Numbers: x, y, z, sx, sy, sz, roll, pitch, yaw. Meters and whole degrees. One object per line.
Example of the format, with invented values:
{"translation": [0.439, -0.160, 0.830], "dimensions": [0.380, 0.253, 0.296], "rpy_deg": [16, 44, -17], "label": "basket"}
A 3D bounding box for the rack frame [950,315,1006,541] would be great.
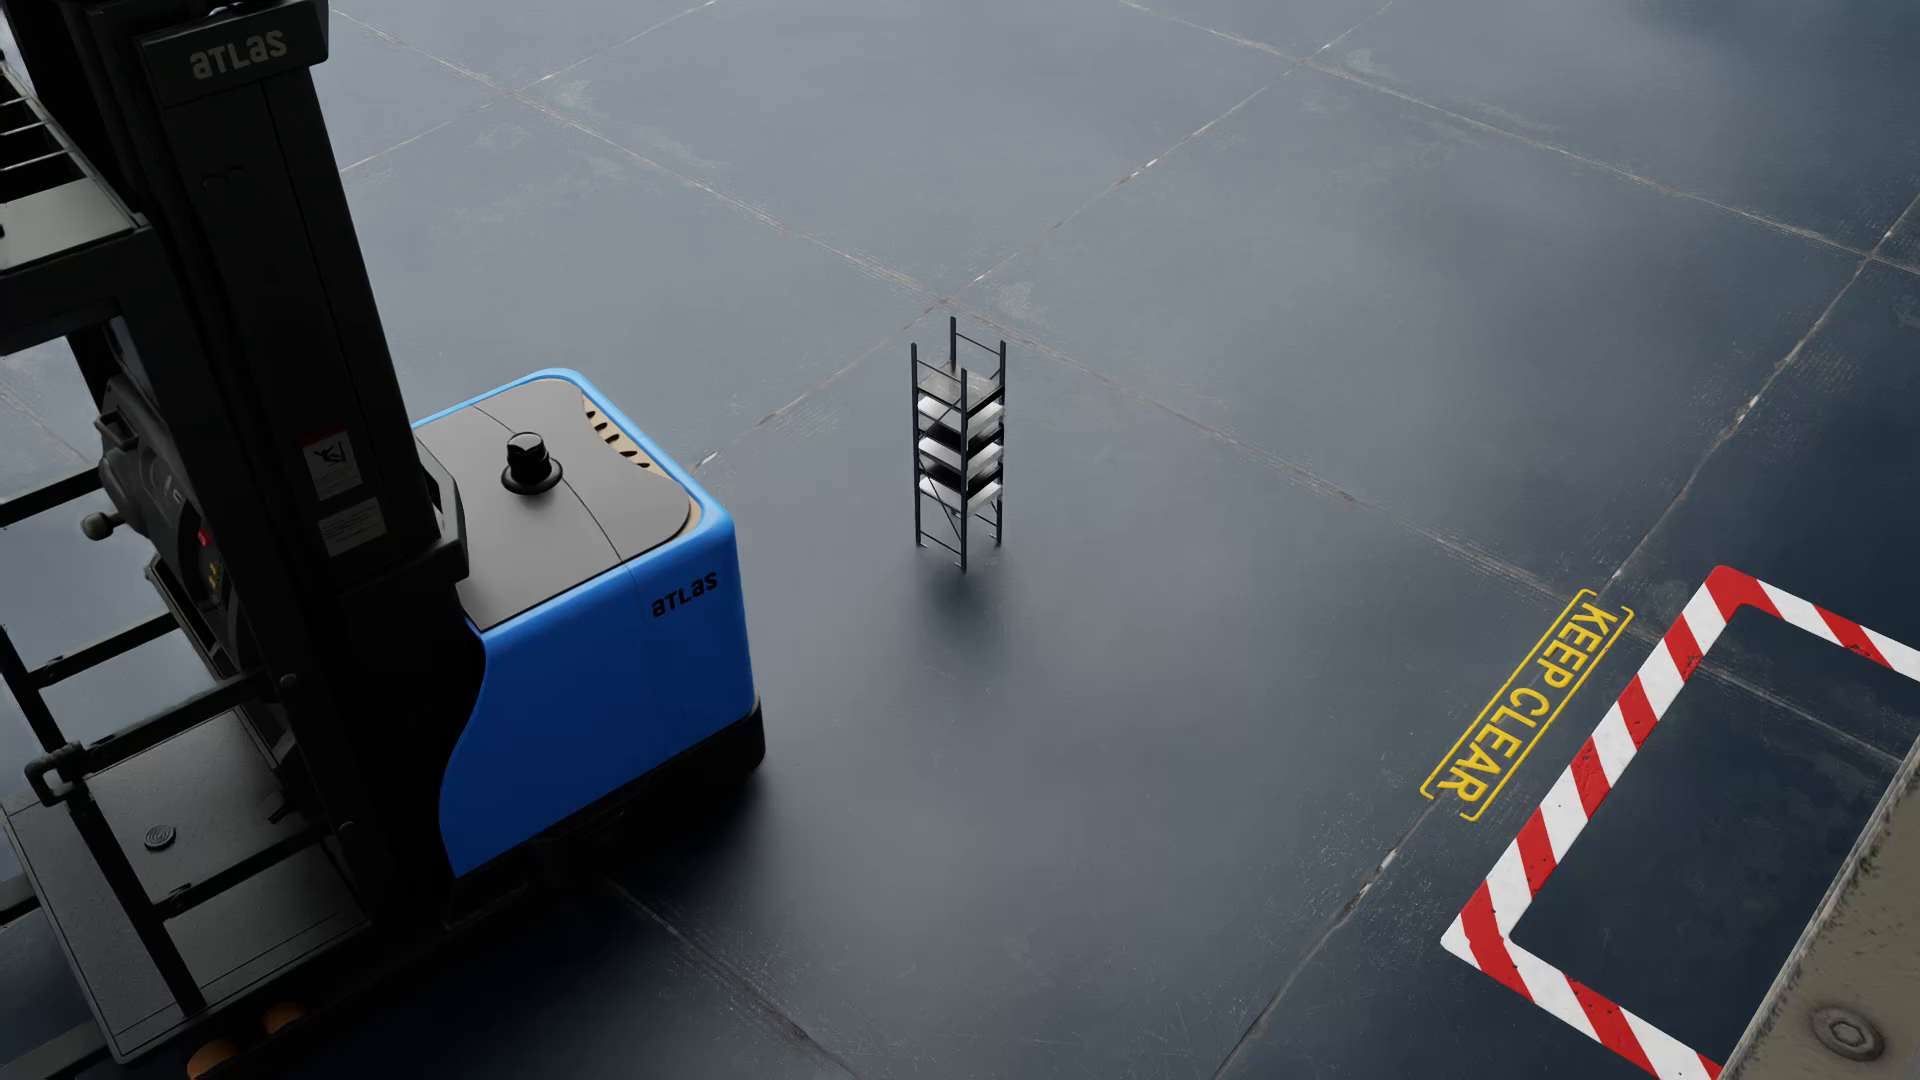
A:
{"translation": [0.060, -0.381, 5.921], "dimensions": [0.240, 0.900, 0.006], "rpy_deg": [29, 50, 28], "label": "rack frame"}

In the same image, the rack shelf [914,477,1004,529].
{"translation": [-0.005, -0.171, 6.007], "dimensions": [0.258, 0.077, 0.200], "rpy_deg": [29, 50, 28], "label": "rack shelf"}

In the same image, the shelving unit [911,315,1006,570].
{"translation": [-0.005, -0.329, 5.864], "dimensions": [0.258, 0.900, 0.210], "rpy_deg": [29, 50, 28], "label": "shelving unit"}

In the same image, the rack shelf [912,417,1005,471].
{"translation": [-0.005, -0.371, 5.826], "dimensions": [0.258, 0.077, 0.200], "rpy_deg": [29, 50, 28], "label": "rack shelf"}

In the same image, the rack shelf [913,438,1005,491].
{"translation": [-0.005, -0.304, 5.886], "dimensions": [0.258, 0.077, 0.200], "rpy_deg": [29, 50, 28], "label": "rack shelf"}

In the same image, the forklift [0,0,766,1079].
{"translation": [-2.086, 0.021, 3.970], "dimensions": [3.031, 2.935, 1.130], "rpy_deg": [-28, 49, -28], "label": "forklift"}

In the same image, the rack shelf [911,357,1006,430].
{"translation": [-0.005, -0.504, 5.705], "dimensions": [0.258, 0.077, 0.200], "rpy_deg": [29, 50, 28], "label": "rack shelf"}

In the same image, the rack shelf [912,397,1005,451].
{"translation": [-0.005, -0.437, 5.765], "dimensions": [0.258, 0.077, 0.200], "rpy_deg": [29, 50, 28], "label": "rack shelf"}

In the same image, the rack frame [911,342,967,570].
{"translation": [-0.071, -0.276, 5.806], "dimensions": [0.240, 0.900, 0.006], "rpy_deg": [29, 50, 28], "label": "rack frame"}

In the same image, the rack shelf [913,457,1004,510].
{"translation": [-0.005, -0.238, 5.947], "dimensions": [0.258, 0.077, 0.200], "rpy_deg": [29, 50, 28], "label": "rack shelf"}
